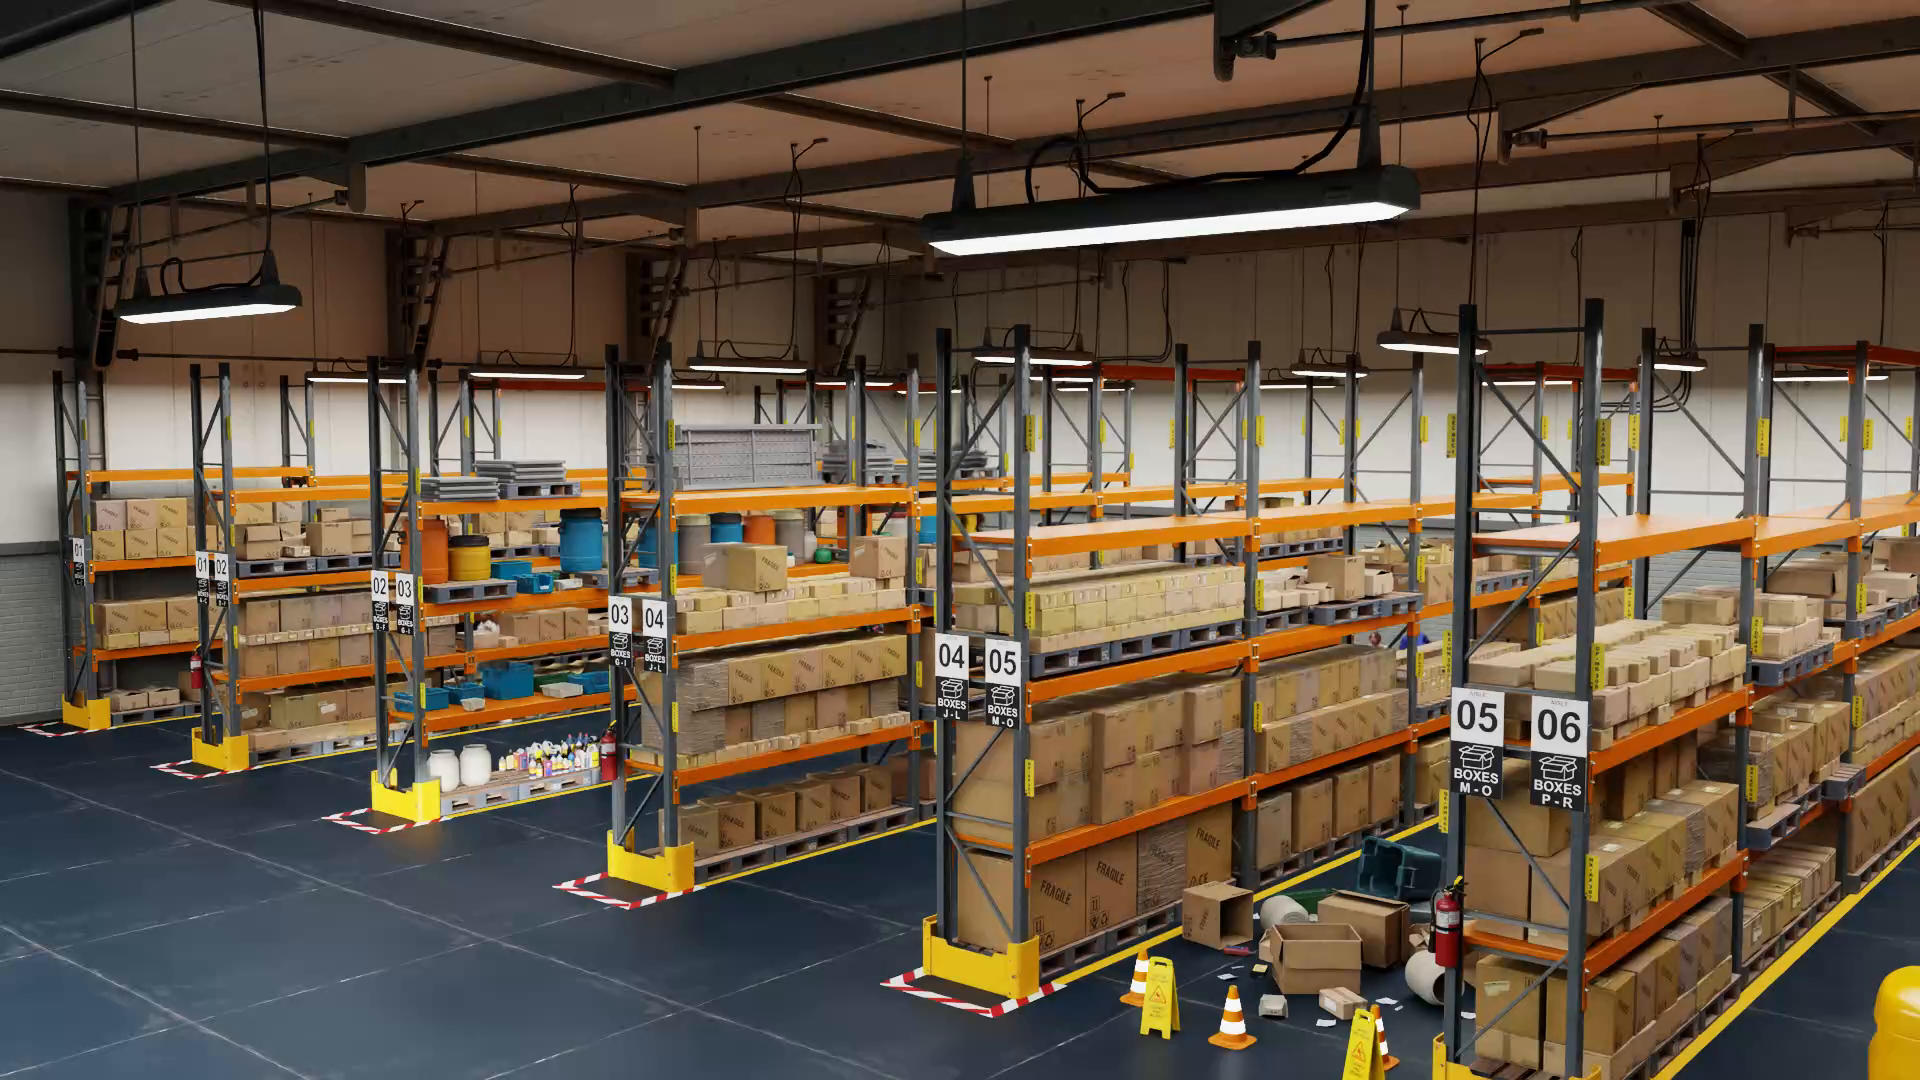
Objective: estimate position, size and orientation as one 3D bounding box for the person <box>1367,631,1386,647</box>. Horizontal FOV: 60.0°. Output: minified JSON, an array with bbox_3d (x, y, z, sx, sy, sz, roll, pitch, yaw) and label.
[{"bbox_3d":[7.116,2.336,28.485,0.548,1.565,0.548,3,5,37],"label":"person"}]

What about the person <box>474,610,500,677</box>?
[{"bbox_3d":[-8.752,2.107,30.748,0.589,1.706,0.830,3,5,36],"label":"person"}]

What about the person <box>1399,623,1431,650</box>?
[{"bbox_3d":[8.214,2.243,29.772,0.699,1.599,0.770,0,4,5],"label":"person"}]
